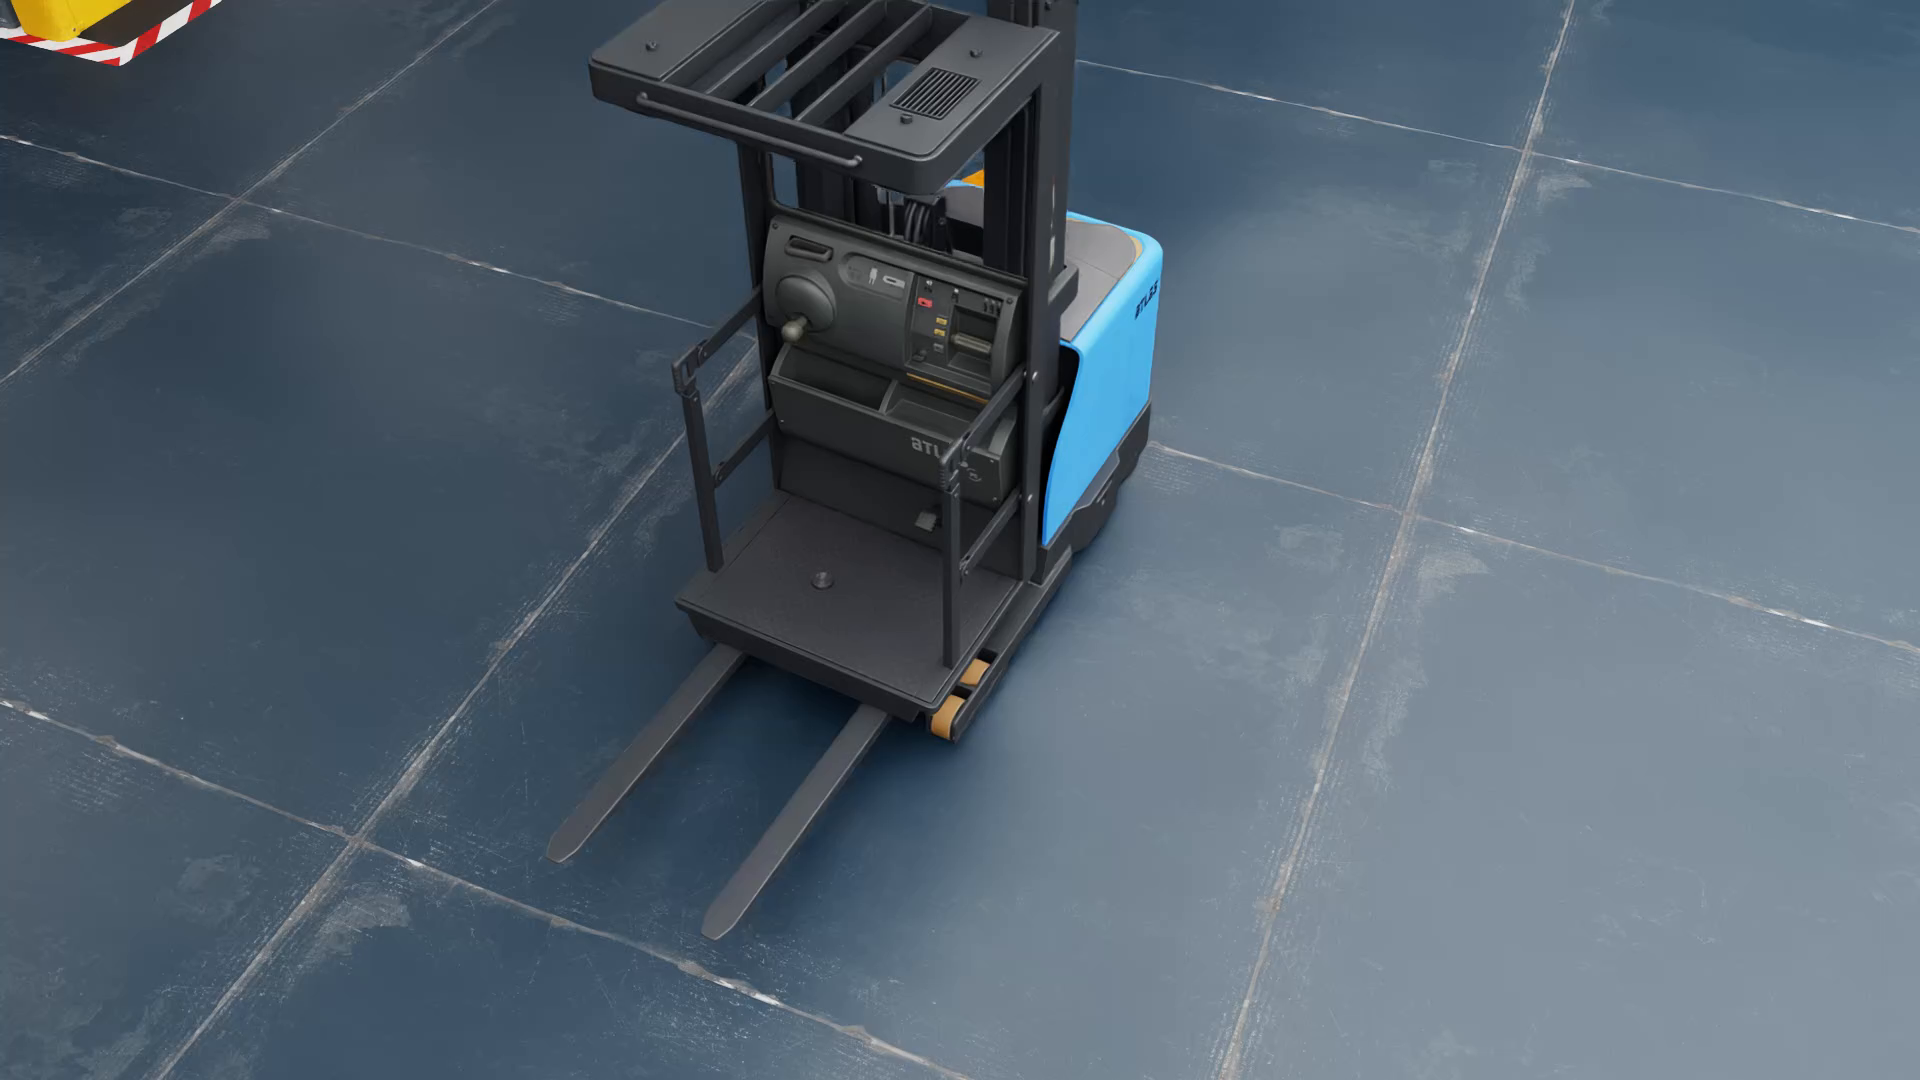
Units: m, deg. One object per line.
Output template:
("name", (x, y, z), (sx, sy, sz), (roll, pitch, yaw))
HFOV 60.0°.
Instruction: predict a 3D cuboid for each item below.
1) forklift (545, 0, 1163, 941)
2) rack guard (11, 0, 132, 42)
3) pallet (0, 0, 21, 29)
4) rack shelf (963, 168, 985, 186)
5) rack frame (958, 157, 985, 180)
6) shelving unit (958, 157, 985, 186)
("forklift", (-0.341, -0.684, 5.359), (1.130, 2.935, 3.031), (21, 48, 20))
("rack guard", (-5.126, -3.483, 9.896), (0.348, 0.500, 1.175), (16, 47, 16))
("pallet", (-5.917, -3.553, 10.171), (1.213, 0.211, 1.003), (16, 47, 16))
("rack shelf", (0.143, -1.433, 6.892), (0.180, 0.103, 0.258), (-34, 54, -29))
("rack frame", (0.077, -1.165, 7.070), (0.006, 1.200, 0.240), (-34, 54, -29))
("shelving unit", (0.143, -1.209, 7.115), (0.189, 1.200, 0.258), (-34, 54, -29))
